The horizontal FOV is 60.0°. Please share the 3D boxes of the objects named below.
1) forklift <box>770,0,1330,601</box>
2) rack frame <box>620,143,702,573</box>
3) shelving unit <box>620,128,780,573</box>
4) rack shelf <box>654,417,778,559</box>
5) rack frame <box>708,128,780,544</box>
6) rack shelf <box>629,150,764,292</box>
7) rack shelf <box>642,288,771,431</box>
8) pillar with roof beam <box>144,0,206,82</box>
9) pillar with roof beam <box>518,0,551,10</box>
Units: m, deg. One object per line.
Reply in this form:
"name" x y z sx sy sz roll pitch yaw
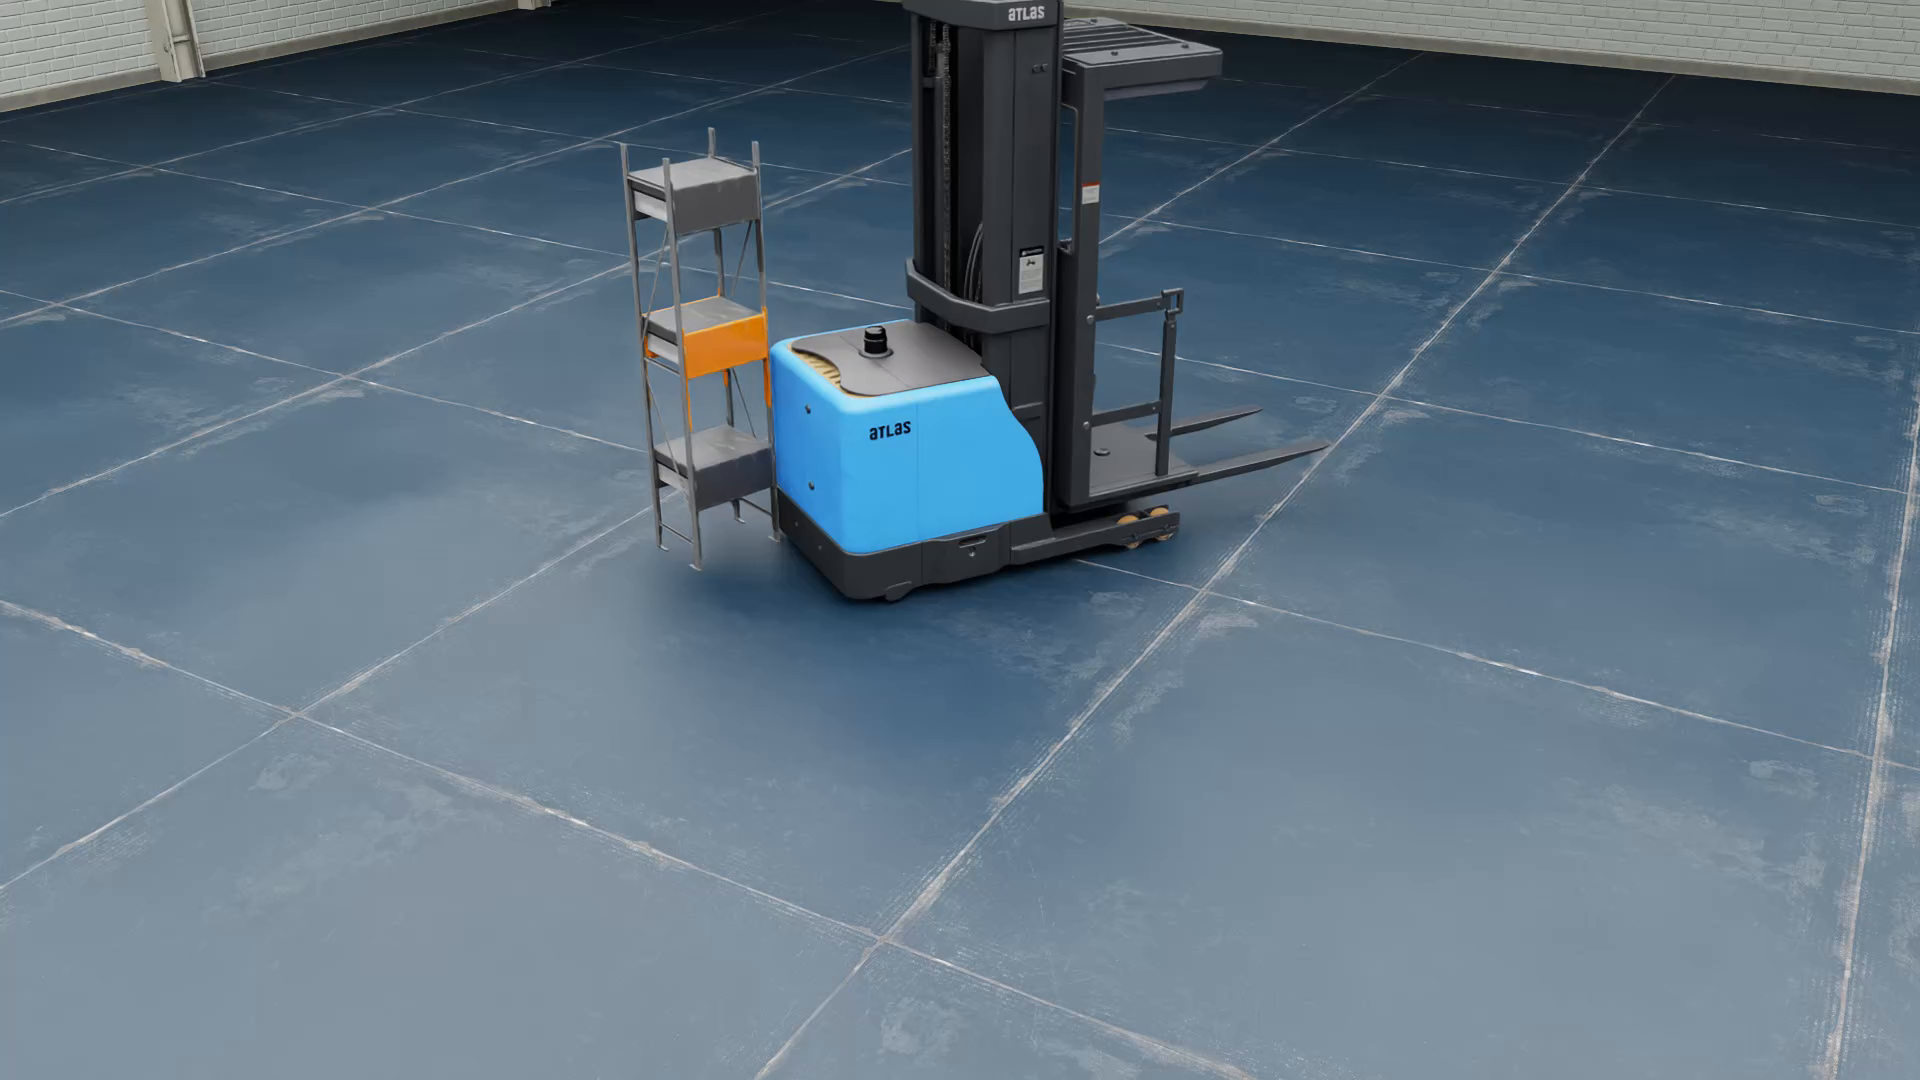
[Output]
"forklift" 0.579 -1.465 8.402 3.031 2.935 1.130 -13 29 -24
"rack frame" -1.446 -0.841 8.085 0.015 2.100 0.400 -21 34 -36
"shelving unit" -1.263 -0.914 8.229 0.503 2.100 0.431 -21 34 -36
"rack shelf" -1.263 -0.275 8.549 0.480 0.518 0.431 -21 34 -36
"rack frame" -1.079 -0.986 8.373 0.015 2.100 0.400 -21 34 -36
"rack shelf" -1.263 -1.527 7.922 0.480 0.518 0.431 -21 34 -36
"rack shelf" -1.263 -0.901 8.235 0.480 0.518 0.431 -21 34 -36
"pillar with roof beam" -5.433 -8.536 15.749 9.100 9.000 0.400 14 30 26
"pillar with roof beam" -2.482 -10.874 20.420 9.100 9.000 0.400 14 30 26
